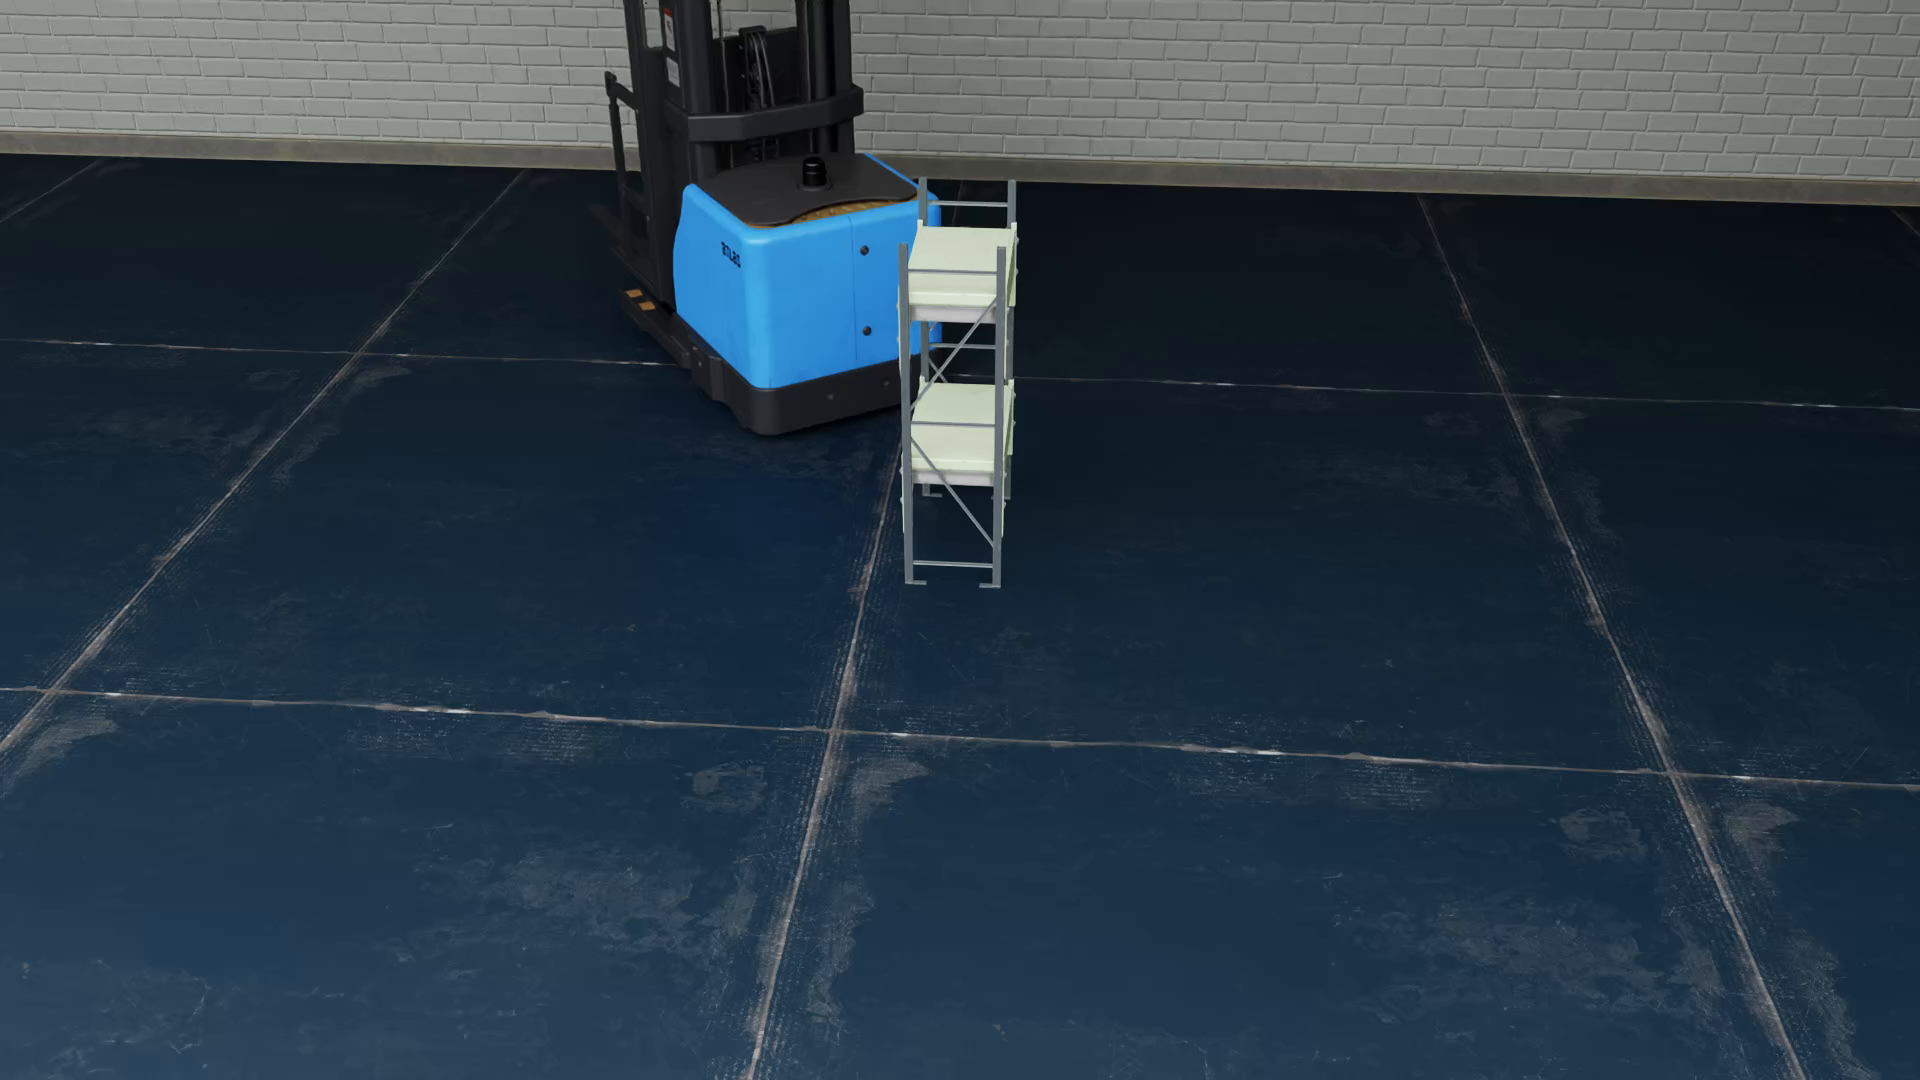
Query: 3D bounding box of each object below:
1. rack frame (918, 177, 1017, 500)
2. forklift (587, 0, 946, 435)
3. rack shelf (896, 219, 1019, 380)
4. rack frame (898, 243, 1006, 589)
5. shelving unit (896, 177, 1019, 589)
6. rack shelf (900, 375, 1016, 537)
[{"bbox_3d":[0.030,-0.833,7.173,0.400,1.500,0.023,2,32,4],"label":"rack frame"},{"bbox_3d":[-1.235,-2.491,8.498,1.130,2.935,3.031,-17,35,-25],"label":"forklift"},{"bbox_3d":[0.001,-0.974,6.657,0.431,0.370,0.720,2,32,4],"label":"rack shelf"},{"bbox_3d":[-0.029,-0.451,6.552,0.400,1.500,0.023,2,32,4],"label":"rack frame"},{"bbox_3d":[0.001,-0.642,6.862,0.431,1.500,0.755,2,32,4],"label":"shelving unit"},{"bbox_3d":[0.001,-0.364,7.033,0.431,0.370,0.720,2,32,4],"label":"rack shelf"}]
